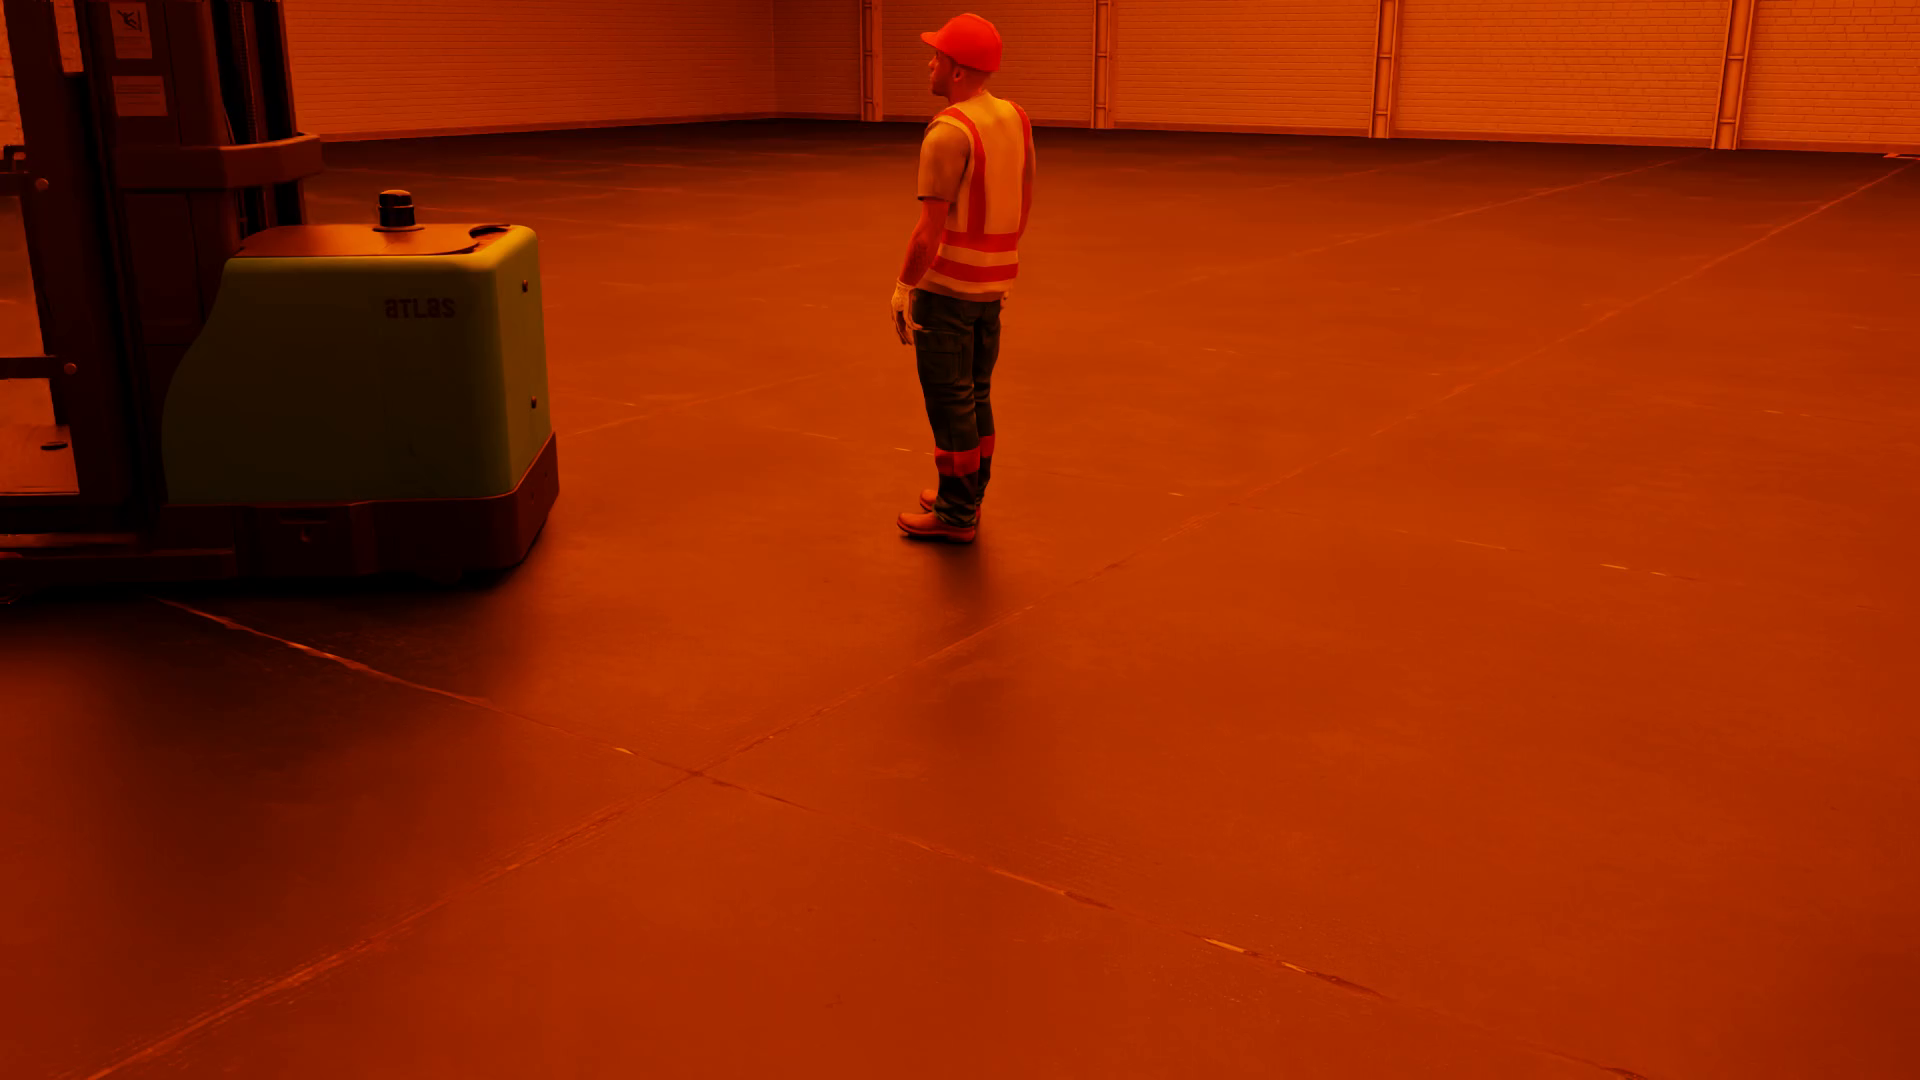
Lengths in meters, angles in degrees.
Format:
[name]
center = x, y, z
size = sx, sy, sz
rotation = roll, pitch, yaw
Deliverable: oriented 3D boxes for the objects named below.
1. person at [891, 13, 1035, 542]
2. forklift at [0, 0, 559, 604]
[person]
center = -0.061, -0.879, 5.743
size = 0.562, 1.789, 0.638
rotation = 11, 20, 33
[forklift]
center = -2.988, -1.354, 5.359
size = 3.031, 2.935, 1.130
rotation = -1, 17, -5
